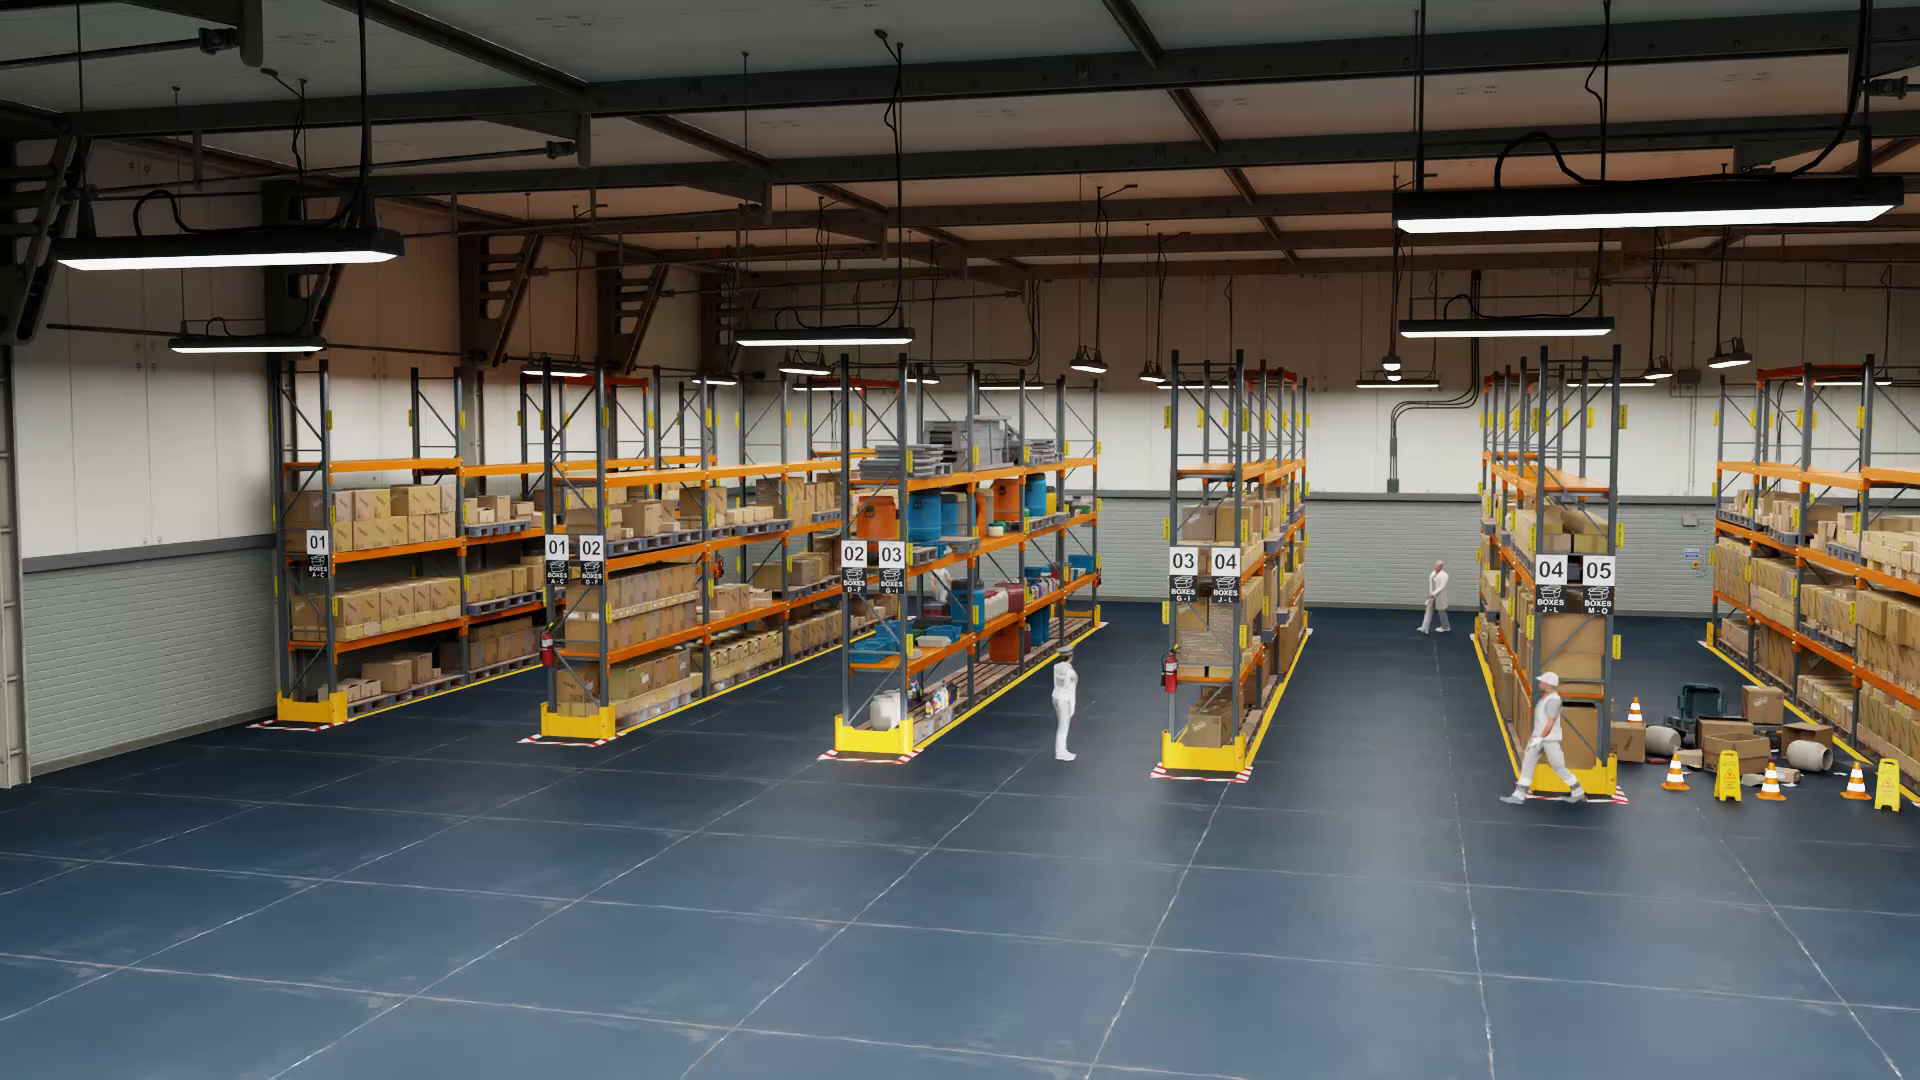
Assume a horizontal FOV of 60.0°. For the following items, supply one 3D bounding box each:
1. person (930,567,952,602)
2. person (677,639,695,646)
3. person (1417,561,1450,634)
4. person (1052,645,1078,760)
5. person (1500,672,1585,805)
[{"bbox_3d":[-0.452,1.265,40.594,0.545,1.643,0.832,1,4,15],"label":"person"},{"bbox_3d":[-5.822,1.721,34.968,0.546,1.589,0.648,1,4,17],"label":"person"},{"bbox_3d":[11.075,1.335,38.819,1.126,1.704,0.673,-3,5,-34],"label":"person"},{"bbox_3d":[1.570,2.398,24.514,0.393,1.690,0.504,-2,4,-23],"label":"person"},{"bbox_3d":[7.579,2.578,21.514,1.054,1.751,0.502,-1,4,-11],"label":"person"}]
